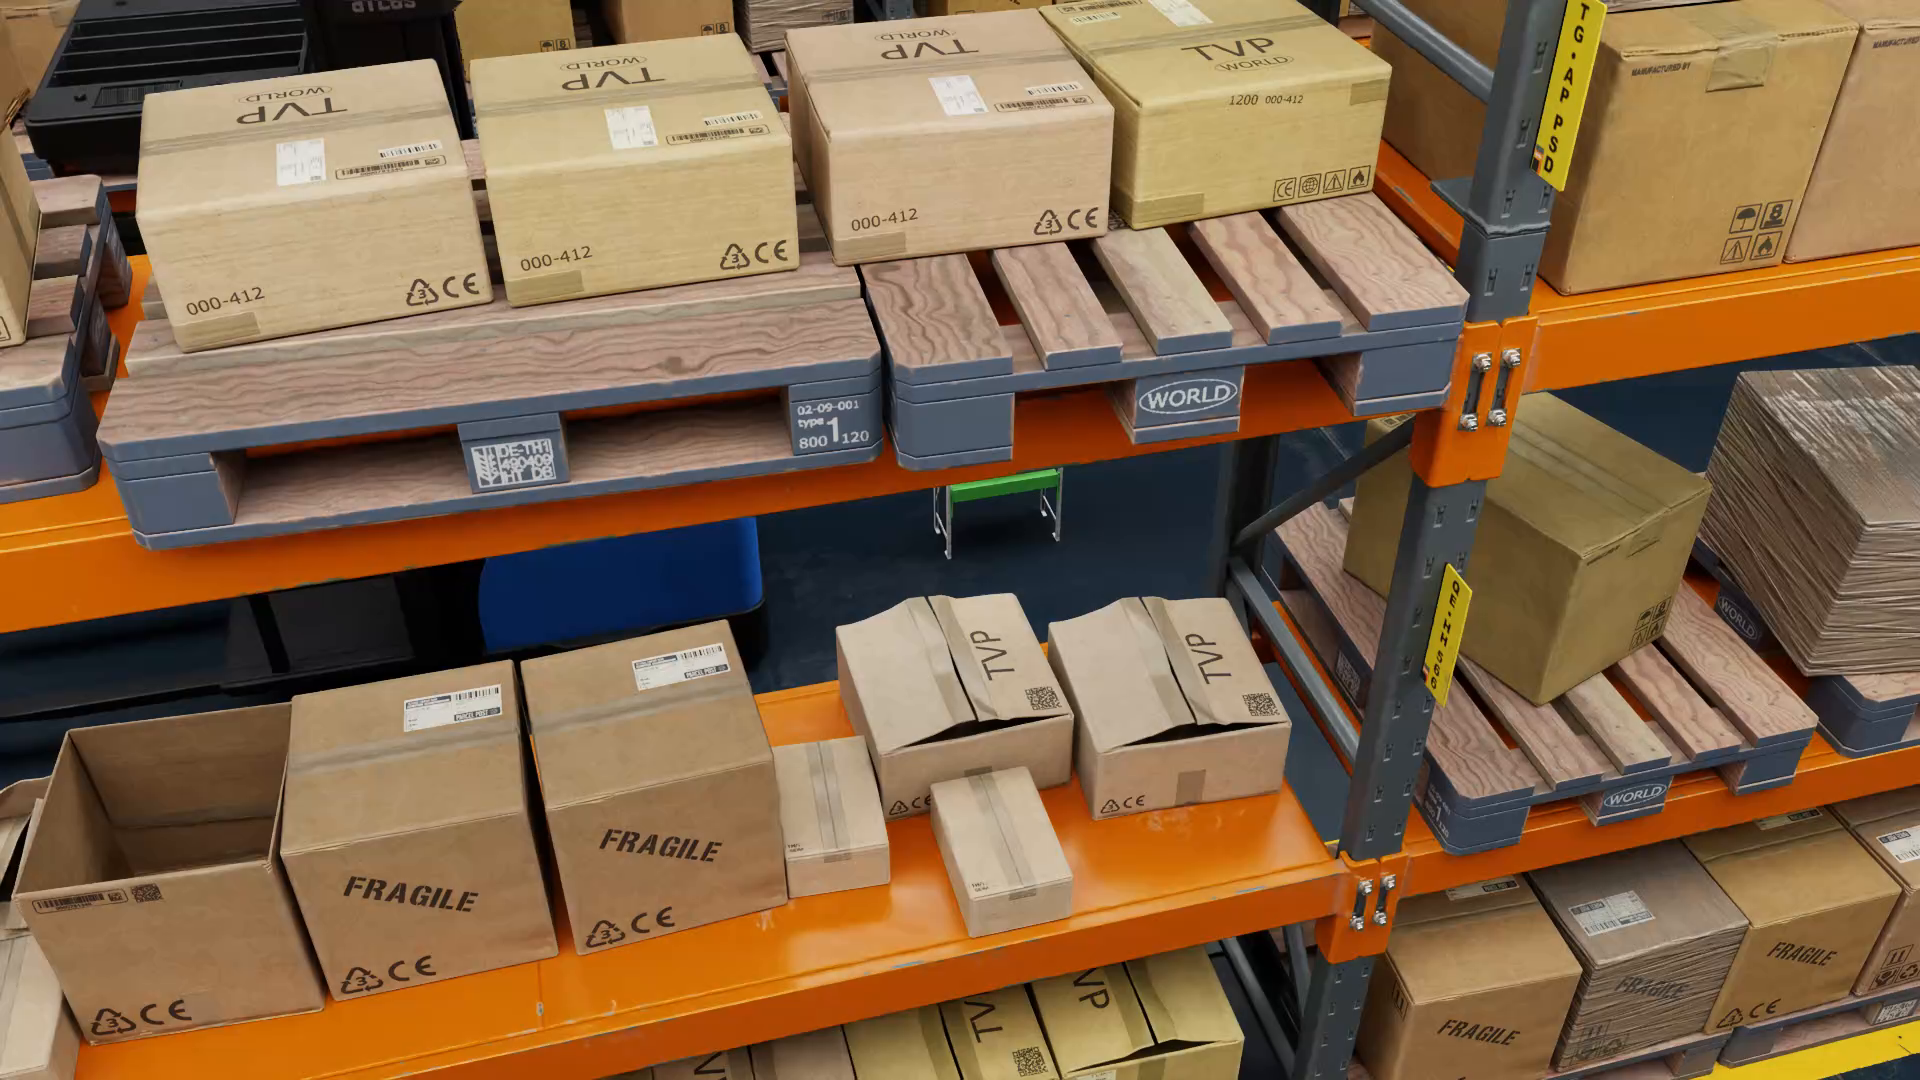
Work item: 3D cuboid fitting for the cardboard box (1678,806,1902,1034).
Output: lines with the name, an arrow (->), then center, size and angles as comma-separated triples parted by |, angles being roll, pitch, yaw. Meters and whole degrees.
cardboard box -> 2.395, 1.093, 5.048 | 0.500, 0.500, 0.500 | -10, 38, -13

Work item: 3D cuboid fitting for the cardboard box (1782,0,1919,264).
cardboard box -> 1.796, -1.059, 3.615 | 0.500, 0.500, 0.910 | -9, 38, -12

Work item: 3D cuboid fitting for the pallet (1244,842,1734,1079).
pallet -> 1.622, 1.353, 5.307 | 1.213, 0.211, 1.003 | -9, 38, -12

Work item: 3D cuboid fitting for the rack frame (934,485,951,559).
rack frame -> -0.076, -0.464, 6.869 | 0.015, 1.200, 0.240 | -9, 38, -12

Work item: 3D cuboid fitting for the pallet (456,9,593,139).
pallet -> -2.304, -2.150, 7.749 | 1.213, 0.211, 1.003 | -9, 38, -12

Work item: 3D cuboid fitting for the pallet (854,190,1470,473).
pallet -> 0.259, -0.615, 3.271 | 1.003, 0.211, 1.213 | -8, 38, -10

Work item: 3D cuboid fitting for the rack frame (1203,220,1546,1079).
rack frame -> 0.891, 0.342, 4.335 | 0.127, 3.000, 1.000 | -9, 38, -12

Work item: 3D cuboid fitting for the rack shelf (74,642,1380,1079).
rack shelf -> -1.040, 0.944, 4.139 | 4.000, 0.370, 1.077 | -9, 38, -12

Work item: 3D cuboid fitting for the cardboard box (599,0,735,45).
cardboard box -> -1.387, -2.593, 7.727 | 0.500, 0.500, 0.700 | -13, 39, -16

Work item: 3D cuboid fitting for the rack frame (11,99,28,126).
rack frame -> -4.266, -1.930, 7.304 | 0.127, 3.000, 1.000 | -9, 38, -12

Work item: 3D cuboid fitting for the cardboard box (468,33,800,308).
cardboard box -> -0.589, -0.674, 2.972 | 0.500, 0.250, 0.500 | -10, 39, -13

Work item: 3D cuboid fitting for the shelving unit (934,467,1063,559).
shelving unit -> 0.160, -0.503, 6.920 | 0.503, 1.200, 0.258 | -9, 38, -12

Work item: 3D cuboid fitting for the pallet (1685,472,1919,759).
pallet -> 2.768, 0.107, 4.799 | 1.213, 0.211, 1.003 | -9, 38, -12

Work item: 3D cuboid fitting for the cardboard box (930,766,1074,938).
cardboard box -> 0.095, 0.746, 4.013 | 0.250, 0.149, 0.380 | -9, 38, -12

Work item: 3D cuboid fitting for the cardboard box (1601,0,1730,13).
cardboard box -> 1.314, -1.352, 3.175 | 0.500, 0.500, 0.500 | -9, 38, -12

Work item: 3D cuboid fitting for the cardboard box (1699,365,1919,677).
cardboard box -> 2.403, -0.064, 4.436 | 0.500, 0.500, 0.700 | -3, 37, -3

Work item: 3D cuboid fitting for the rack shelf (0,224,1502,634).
rack shelf -> -1.040, -0.247, 3.228 | 4.000, 0.370, 1.077 | -9, 38, -12

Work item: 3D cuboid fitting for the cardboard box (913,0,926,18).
cardboard box -> -0.017, -2.959, 8.305 | 0.500, 0.500, 0.500 | -9, 38, -12

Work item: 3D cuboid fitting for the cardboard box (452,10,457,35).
cardboard box -> -2.596, -2.412, 7.490 | 0.500, 0.500, 0.700 | -4, 38, -6

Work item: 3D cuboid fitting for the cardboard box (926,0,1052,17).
cardboard box -> 0.132, -2.656, 7.910 | 0.500, 0.500, 0.500 | -8, 38, -11

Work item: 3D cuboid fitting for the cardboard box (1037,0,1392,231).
cardboard box -> 0.468, -0.852, 3.204 | 0.500, 0.250, 0.500 | -12, 39, -15

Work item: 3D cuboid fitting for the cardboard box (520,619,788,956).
cardboard box -> -0.724, 0.577, 3.944 | 0.500, 0.500, 0.500 | -11, 39, -14

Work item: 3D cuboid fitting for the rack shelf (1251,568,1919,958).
rack shelf -> 2.822, 0.311, 4.967 | 4.000, 0.370, 1.077 | -9, 38, -12

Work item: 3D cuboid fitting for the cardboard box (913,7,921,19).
cardboard box -> -0.156, -2.673, 8.466 | 0.250, 0.149, 0.380 | -9, 38, -11

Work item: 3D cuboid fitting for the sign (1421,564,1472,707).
sign -> 1.039, 0.207, 3.558 | 0.005, 0.325, 0.100 | -9, 38, -12

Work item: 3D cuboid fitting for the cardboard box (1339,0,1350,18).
cardboard box -> 1.620, -2.899, 8.227 | 0.500, 0.500, 0.500 | -8, 38, -11

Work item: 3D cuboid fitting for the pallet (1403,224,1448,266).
pallet -> 2.733, -1.923, 9.590 | 1.213, 0.211, 1.003 | -9, 38, -12

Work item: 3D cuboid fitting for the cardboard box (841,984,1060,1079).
cardboard box -> -0.050, 1.358, 4.462 | 0.500, 0.311, 0.500 | -10, 39, -13

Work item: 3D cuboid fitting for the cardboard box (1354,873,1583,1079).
cardboard box -> 1.405, 1.255, 4.835 | 0.500, 0.500, 0.500 | -8, 38, -10

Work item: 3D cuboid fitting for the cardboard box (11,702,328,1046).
cardboard box -> -1.716, 0.740, 3.731 | 0.500, 0.500, 0.500 | -7, 38, -9

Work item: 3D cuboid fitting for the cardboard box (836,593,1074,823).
cardboard box -> -0.023, 0.405, 4.325 | 0.500, 0.311, 0.500 | -10, 38, -12

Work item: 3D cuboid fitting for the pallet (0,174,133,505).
pallet -> -2.122, -0.287, 2.846 | 1.217, 0.209, 0.805 | -11, 39, -14

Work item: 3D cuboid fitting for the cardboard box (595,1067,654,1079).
cardboard box -> -1.023, 1.514, 4.258 | 0.500, 0.311, 0.500 | -8, 38, -11

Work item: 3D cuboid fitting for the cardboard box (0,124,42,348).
cardboard box -> -1.844, -0.504, 2.749 | 0.500, 0.250, 0.500 | -13, 39, -16

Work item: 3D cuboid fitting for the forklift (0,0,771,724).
forklift -> -2.327, -0.736, 5.800 | 3.031, 2.935, 1.130 | -9, 38, -11

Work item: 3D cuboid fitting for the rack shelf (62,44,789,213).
rack shelf -> -2.335, -1.961, 7.937 | 4.000, 0.370, 1.077 | -9, 38, -12
